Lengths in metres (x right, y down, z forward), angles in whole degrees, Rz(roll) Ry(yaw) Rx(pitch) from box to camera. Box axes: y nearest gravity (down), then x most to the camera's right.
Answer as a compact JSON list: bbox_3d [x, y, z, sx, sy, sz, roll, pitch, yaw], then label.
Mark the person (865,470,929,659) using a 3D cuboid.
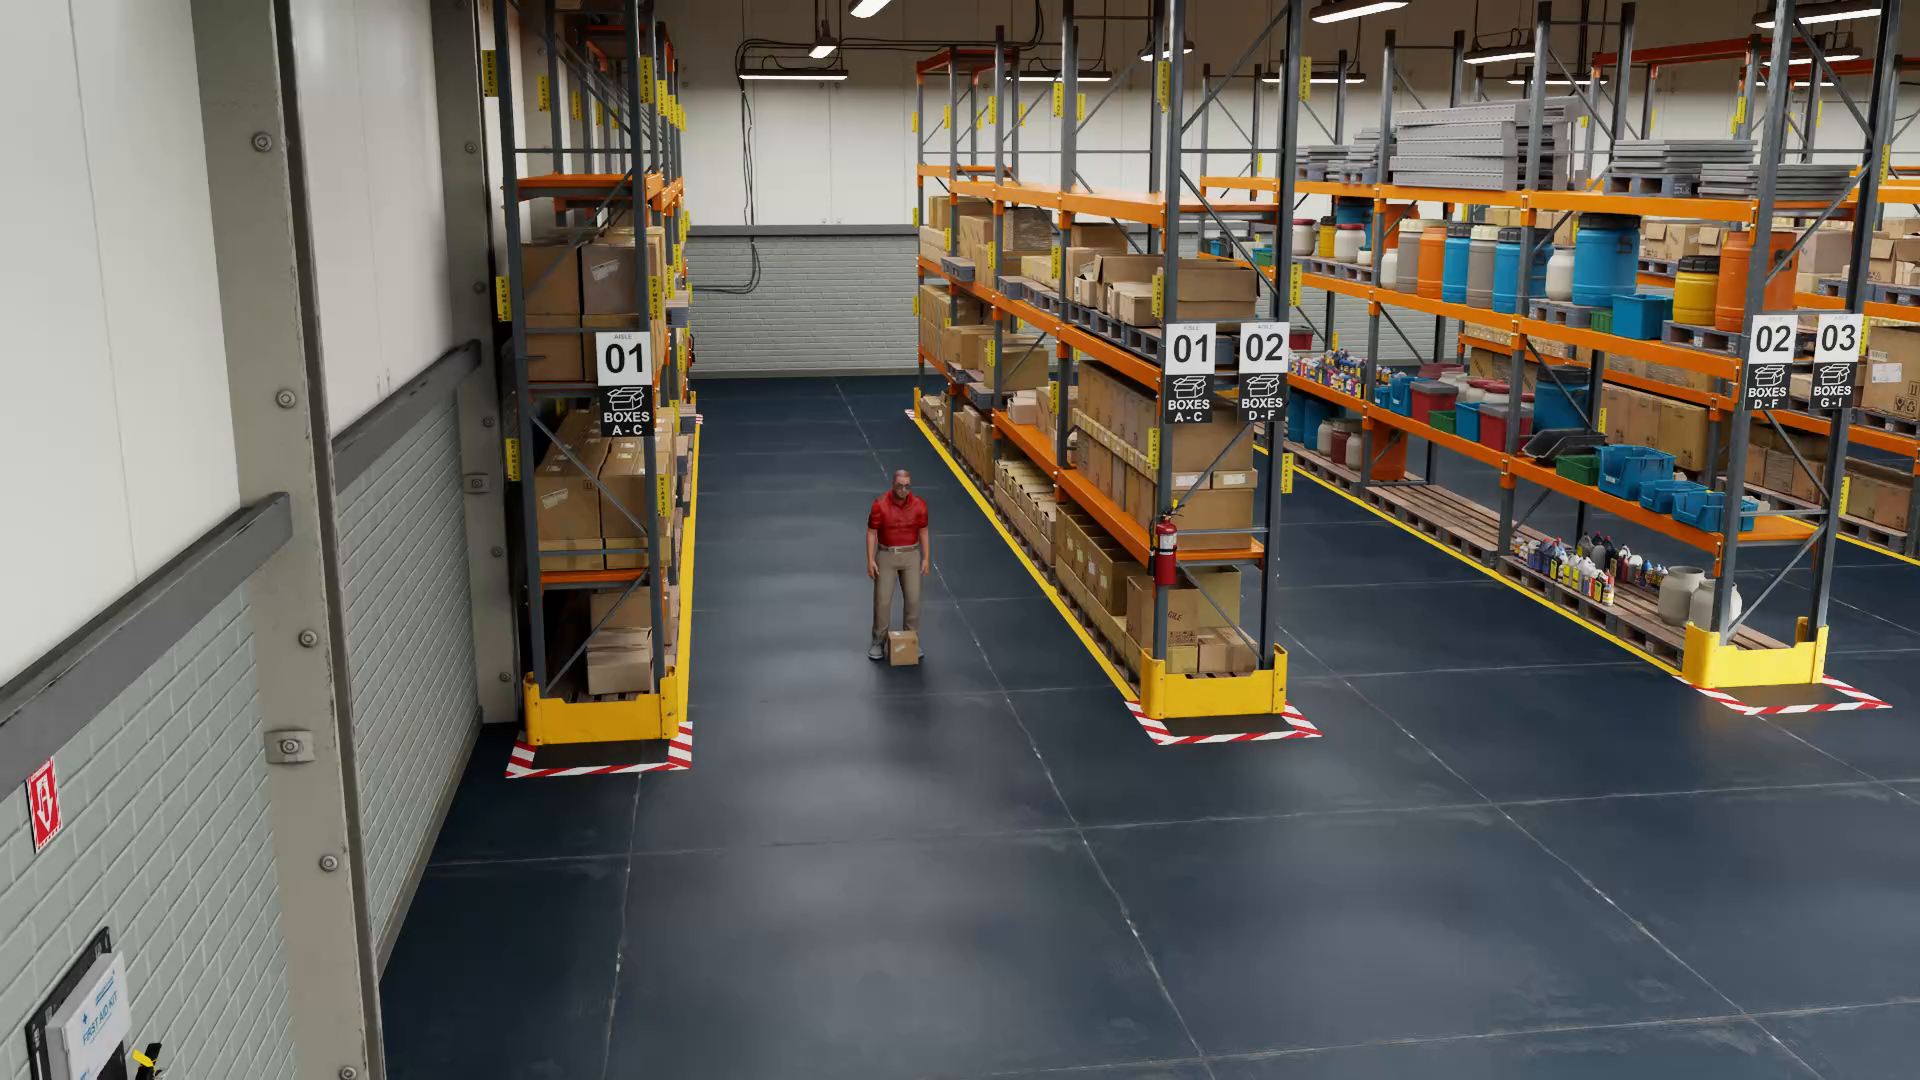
[{"bbox_3d":[-0.569,0.203,15.142,0.585,1.726,0.396,-2,13,-8],"label":"person"}]
